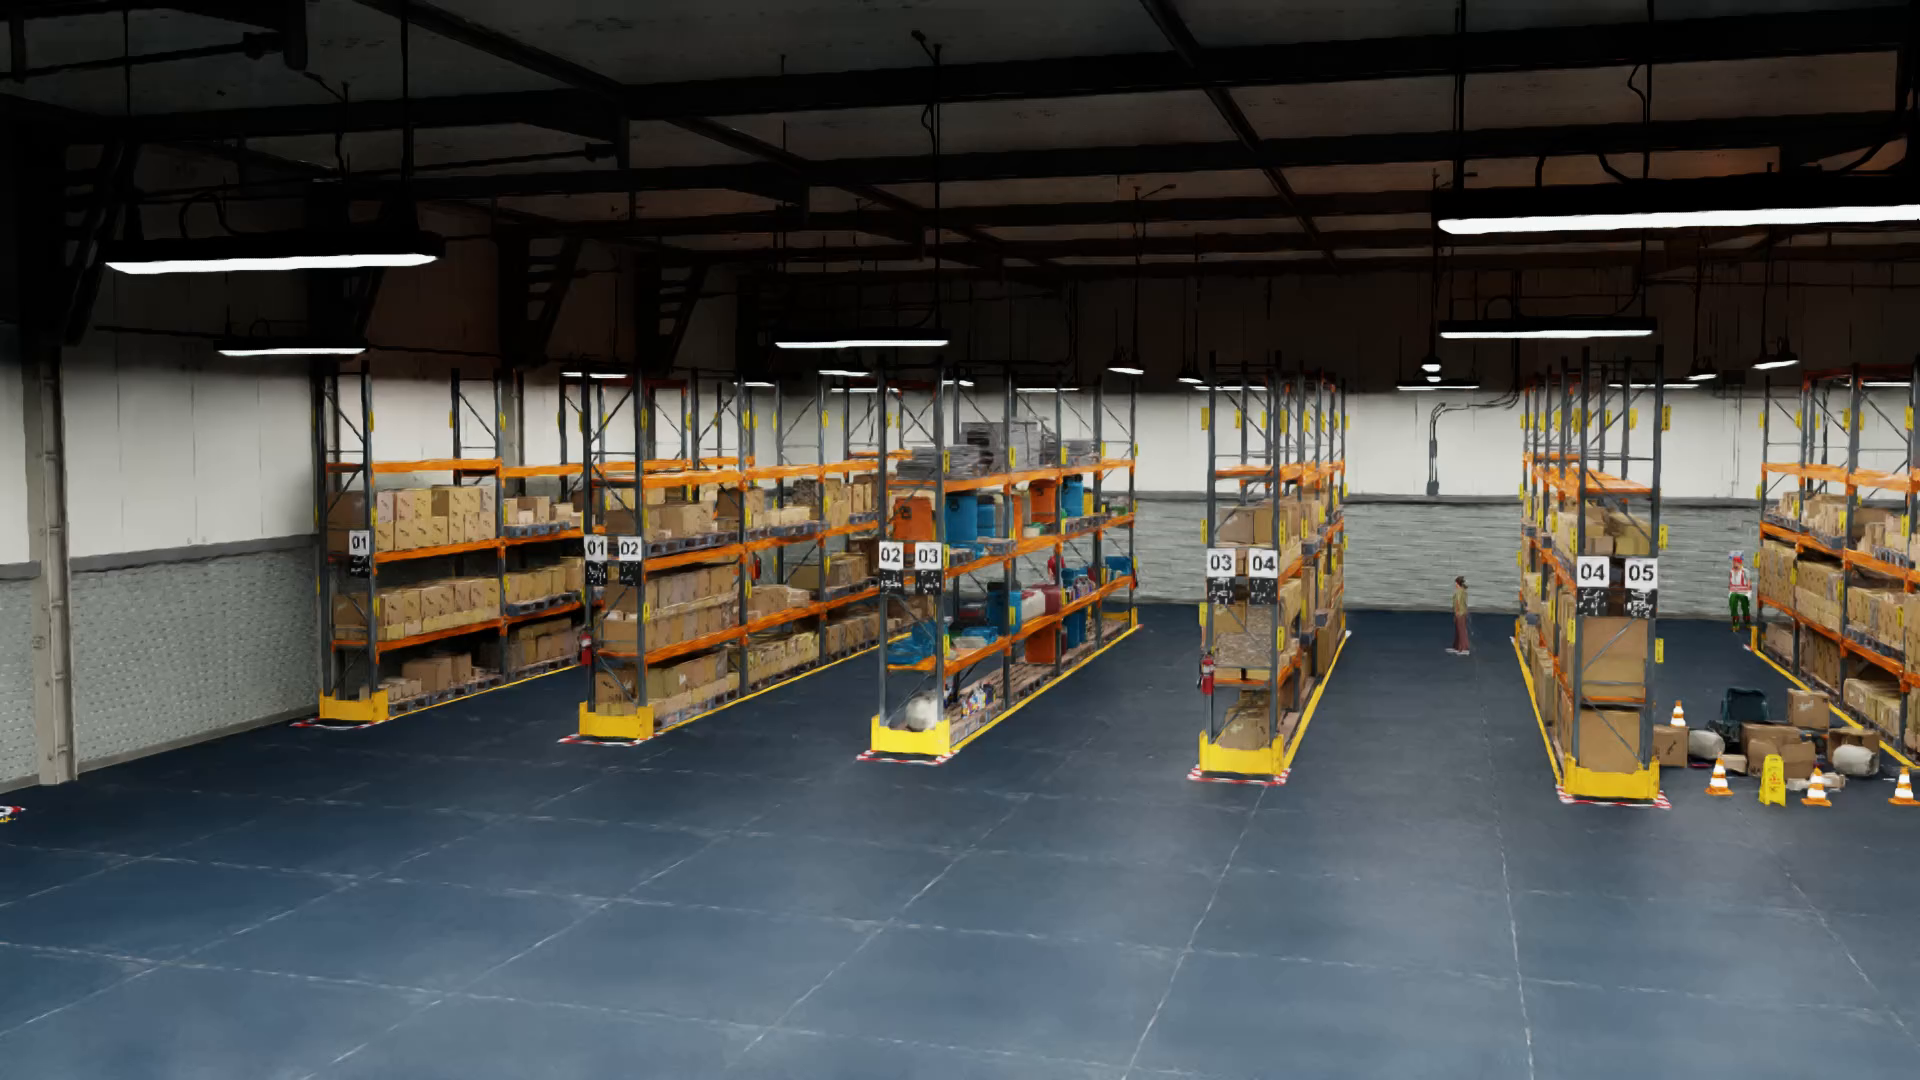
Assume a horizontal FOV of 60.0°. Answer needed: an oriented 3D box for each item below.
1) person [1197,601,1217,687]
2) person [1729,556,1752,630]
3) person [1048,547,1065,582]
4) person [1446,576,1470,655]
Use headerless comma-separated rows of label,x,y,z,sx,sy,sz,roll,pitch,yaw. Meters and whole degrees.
person,4.693,1.910,31.397,0.563,1.665,0.576,3,5,36
person,18.747,1.270,39.926,0.574,1.775,0.575,-3,5,-38
person,2.575,1.025,43.507,0.761,1.719,0.586,-3,5,-35
person,10.701,1.603,35.683,0.570,1.664,0.563,2,5,29
